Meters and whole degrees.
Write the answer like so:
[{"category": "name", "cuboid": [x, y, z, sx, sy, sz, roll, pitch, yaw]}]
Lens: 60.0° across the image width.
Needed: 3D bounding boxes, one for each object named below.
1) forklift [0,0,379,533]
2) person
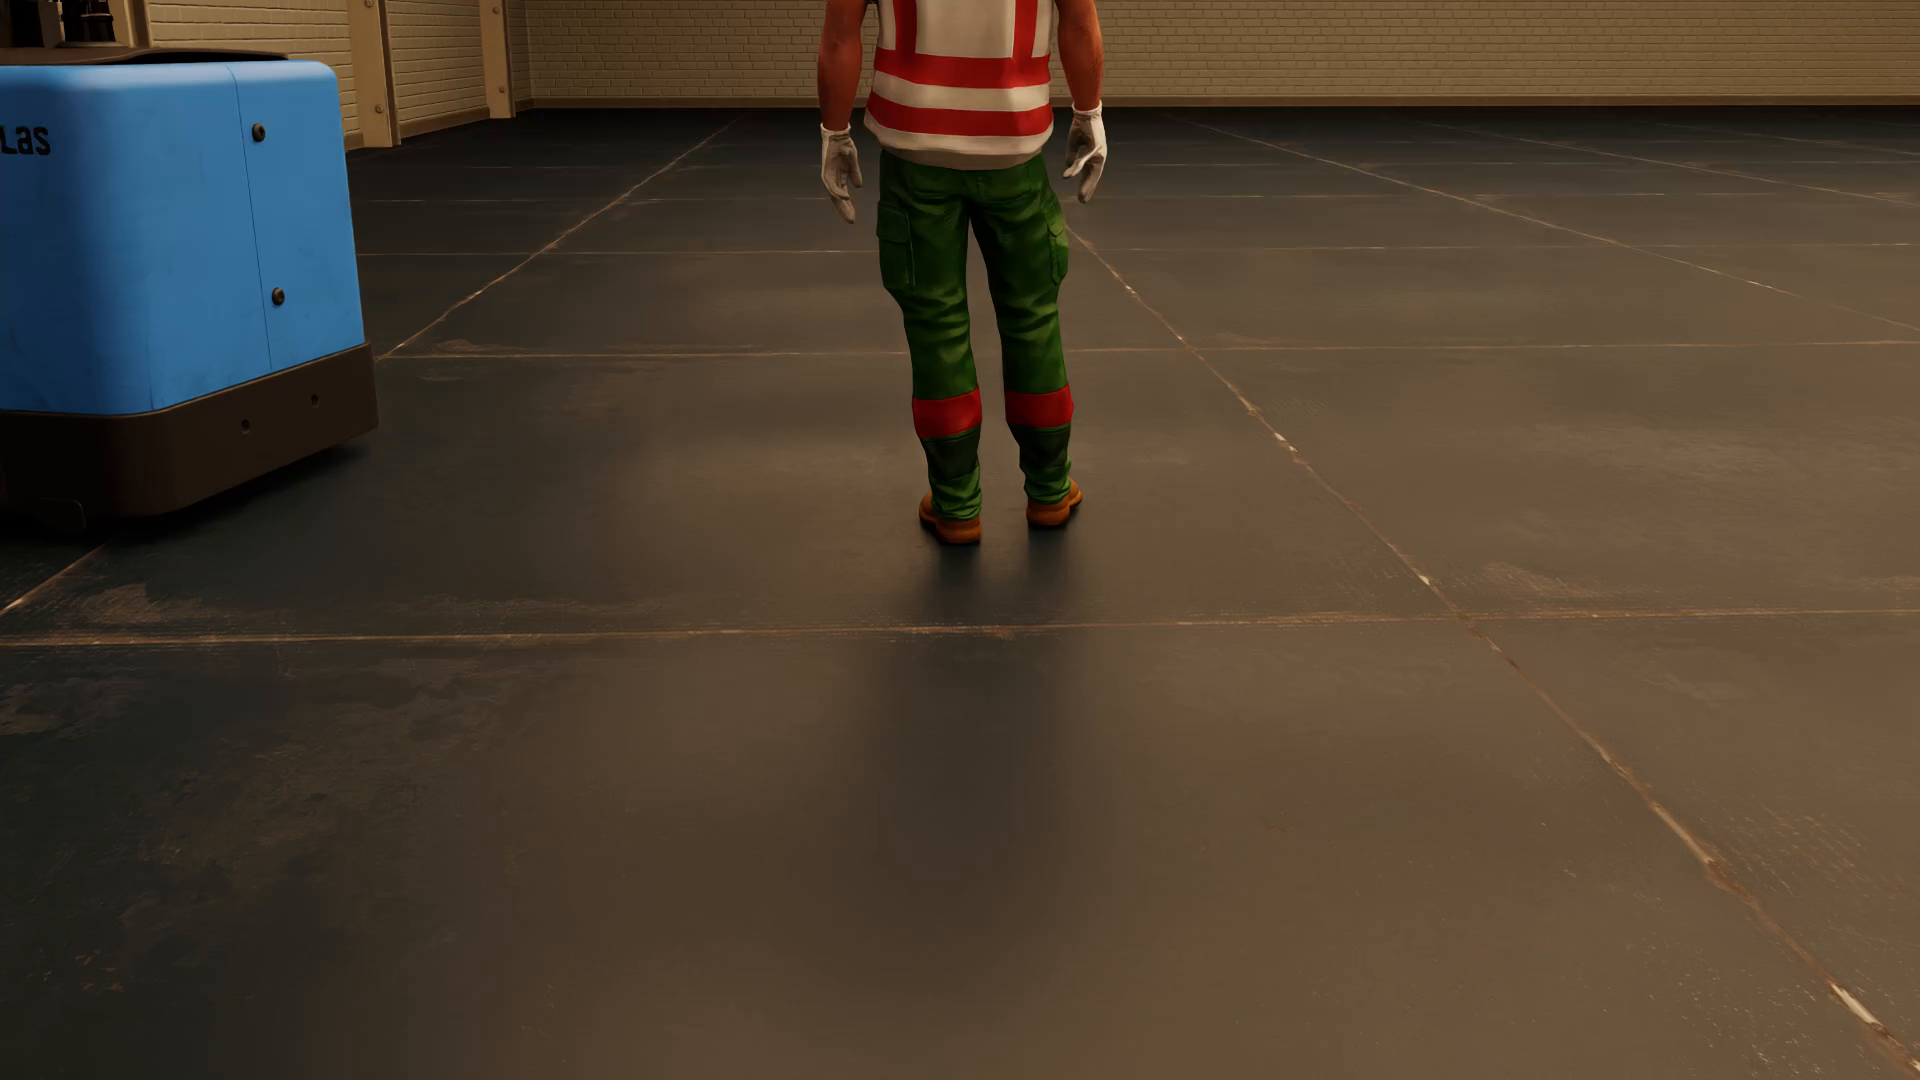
[{"category": "forklift", "cuboid": [-3.223, -1.618, 4.196, 3.031, 2.935, 1.130, 4, 17, 11]}, {"category": "person", "cuboid": [0.007, -0.886, 3.732, 0.638, 1.789, 0.562, -1, 17, -3]}]
